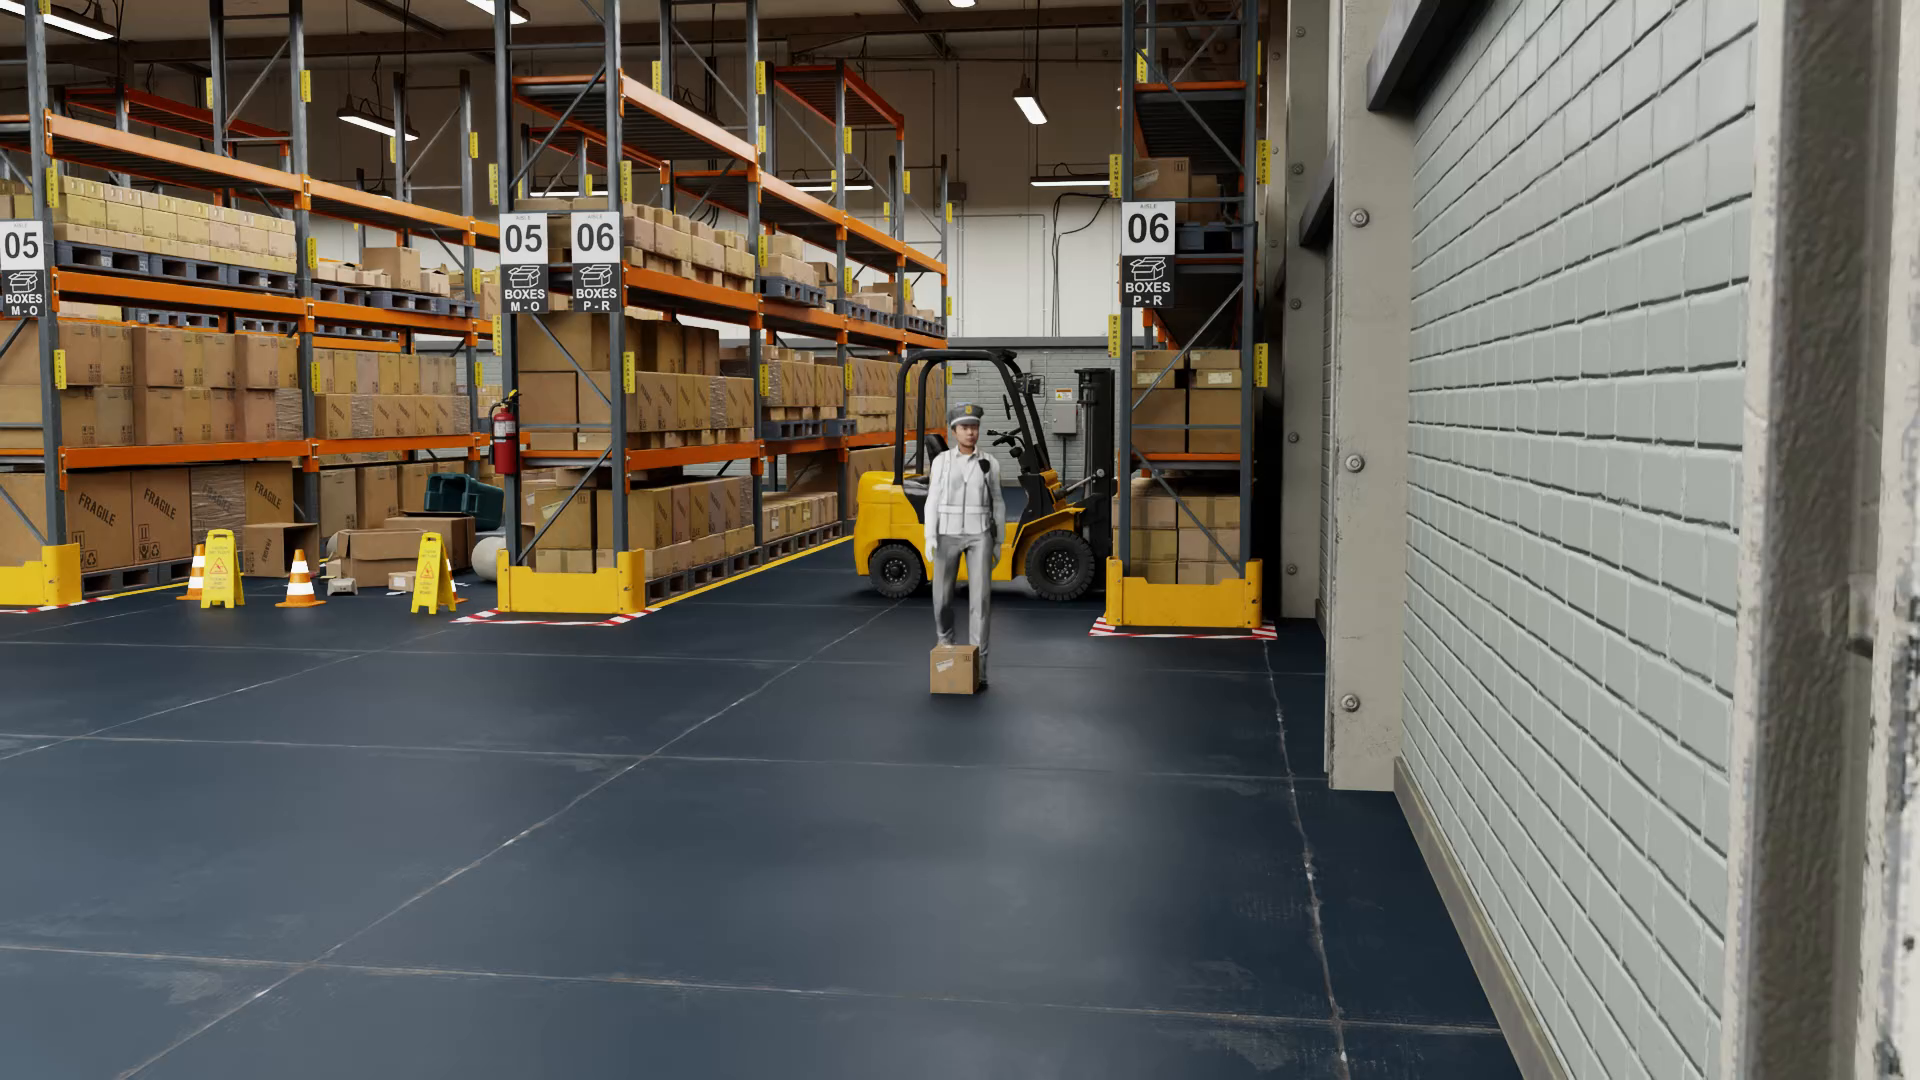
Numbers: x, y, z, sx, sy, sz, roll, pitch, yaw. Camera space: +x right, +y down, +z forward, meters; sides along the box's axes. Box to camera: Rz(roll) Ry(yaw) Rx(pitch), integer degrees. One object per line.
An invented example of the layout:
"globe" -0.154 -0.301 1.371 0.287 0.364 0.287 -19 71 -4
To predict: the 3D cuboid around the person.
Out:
"person" 0.031 -0.004 10.203 0.496 1.657 0.843 0 5 3
